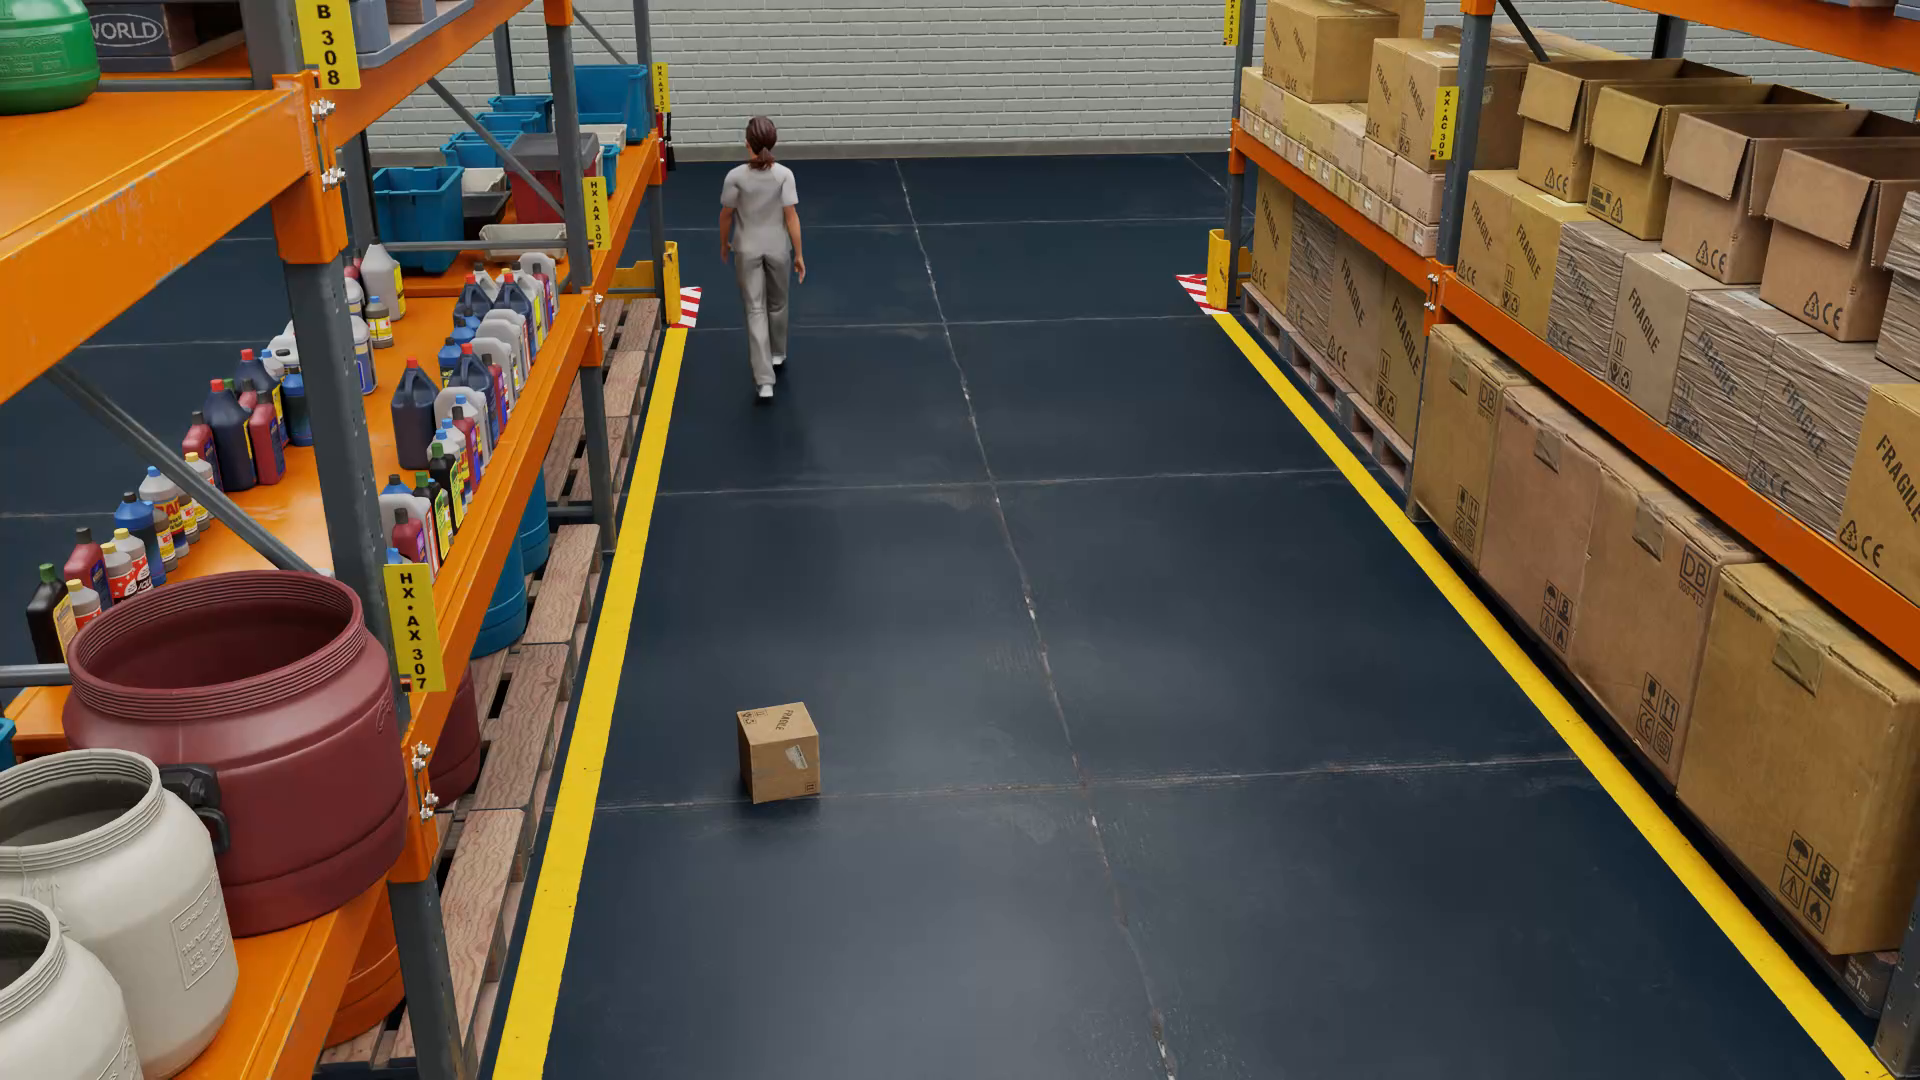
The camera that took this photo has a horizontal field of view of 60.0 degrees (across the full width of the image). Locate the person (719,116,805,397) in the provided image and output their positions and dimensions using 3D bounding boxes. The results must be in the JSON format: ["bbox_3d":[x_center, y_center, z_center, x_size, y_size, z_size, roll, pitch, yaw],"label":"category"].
[{"bbox_3d":[-1.215,-1.757,10.068,0.475,1.614,0.940,-6,24,-13],"label":"person"}]
